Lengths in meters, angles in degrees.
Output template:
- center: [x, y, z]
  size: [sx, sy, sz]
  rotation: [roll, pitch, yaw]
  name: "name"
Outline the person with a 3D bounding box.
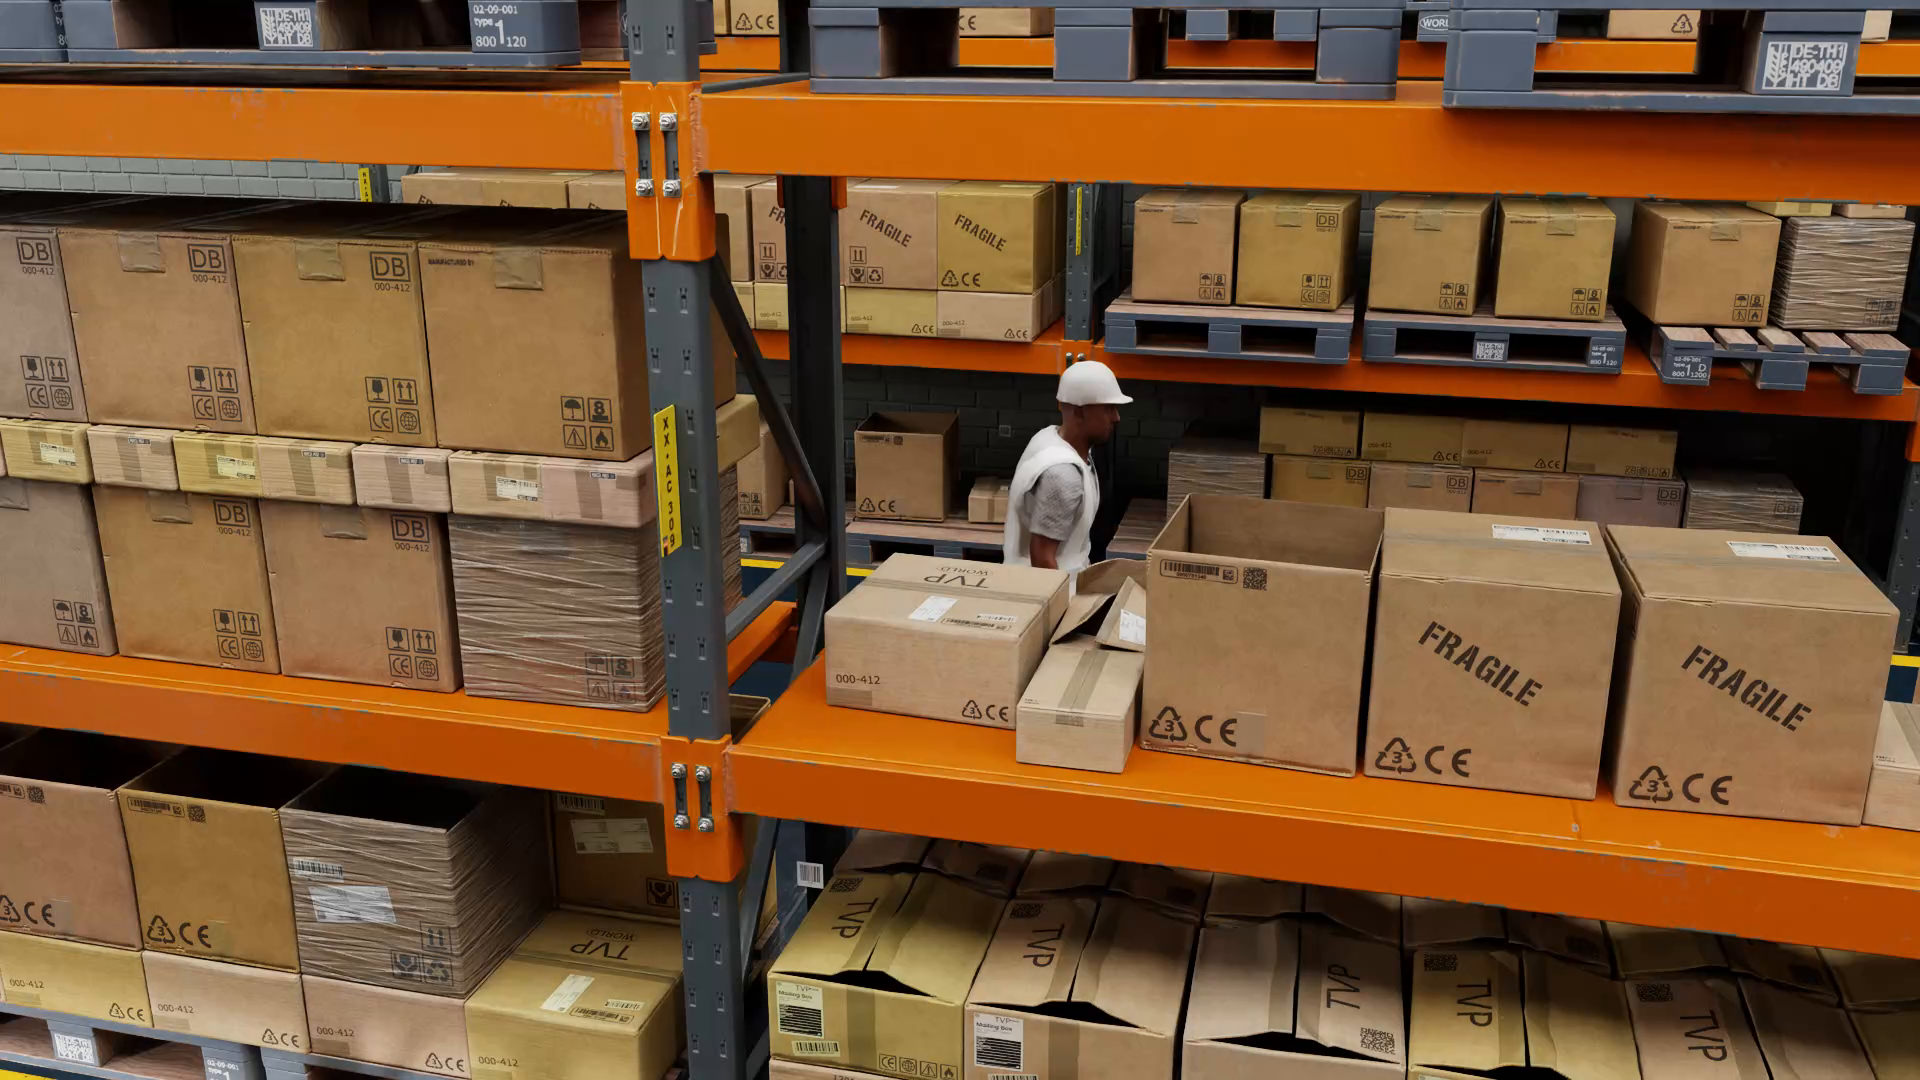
- center: [0.385, 0.221, 6.117]
  size: [0.450, 1.773, 0.622]
  rotation: [3, 18, 10]
  name: "person"
